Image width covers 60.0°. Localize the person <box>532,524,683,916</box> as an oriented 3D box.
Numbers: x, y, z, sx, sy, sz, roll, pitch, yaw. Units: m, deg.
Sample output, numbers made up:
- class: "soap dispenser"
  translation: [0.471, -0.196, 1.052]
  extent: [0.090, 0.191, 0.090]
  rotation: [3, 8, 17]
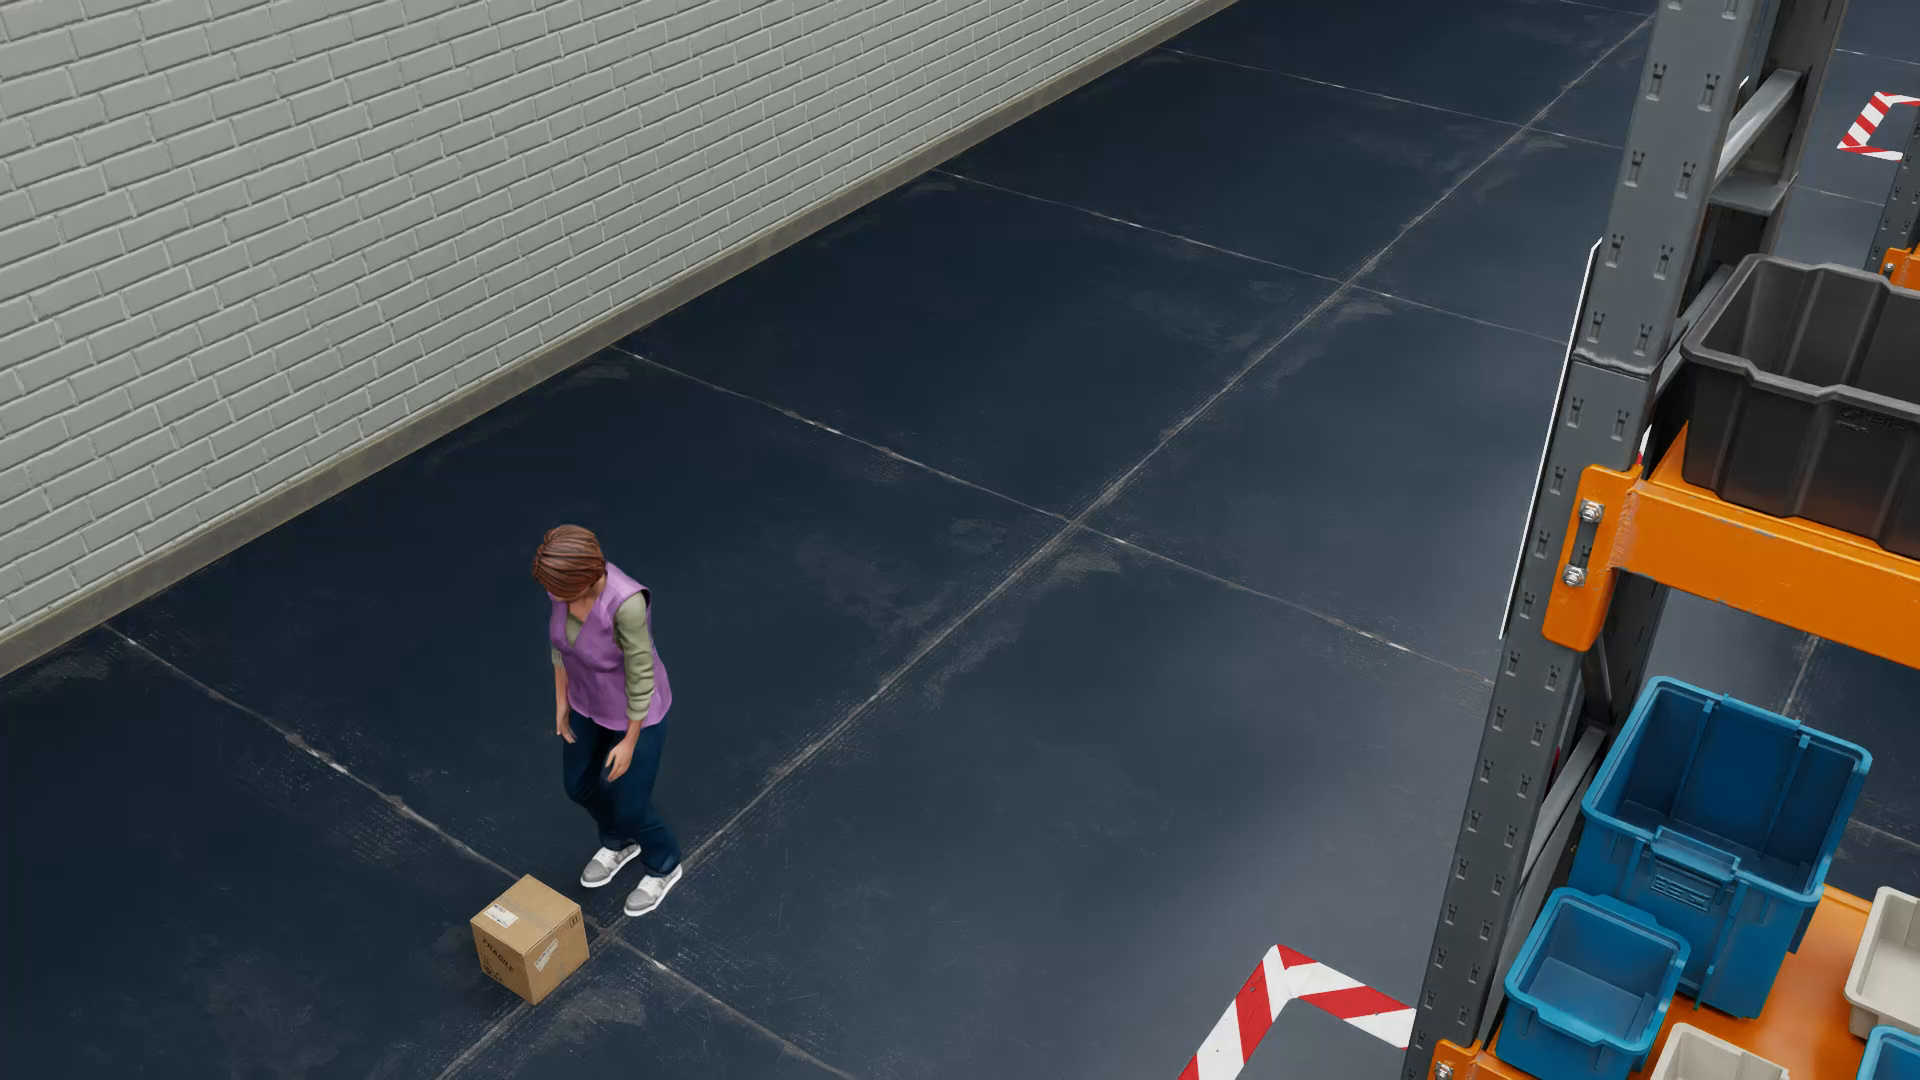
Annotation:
- class: "person"
  translation: [-1.119, 0.570, 5.391]
  extent: [0.430, 1.549, 0.399]
  rotation: [23, 41, 29]
